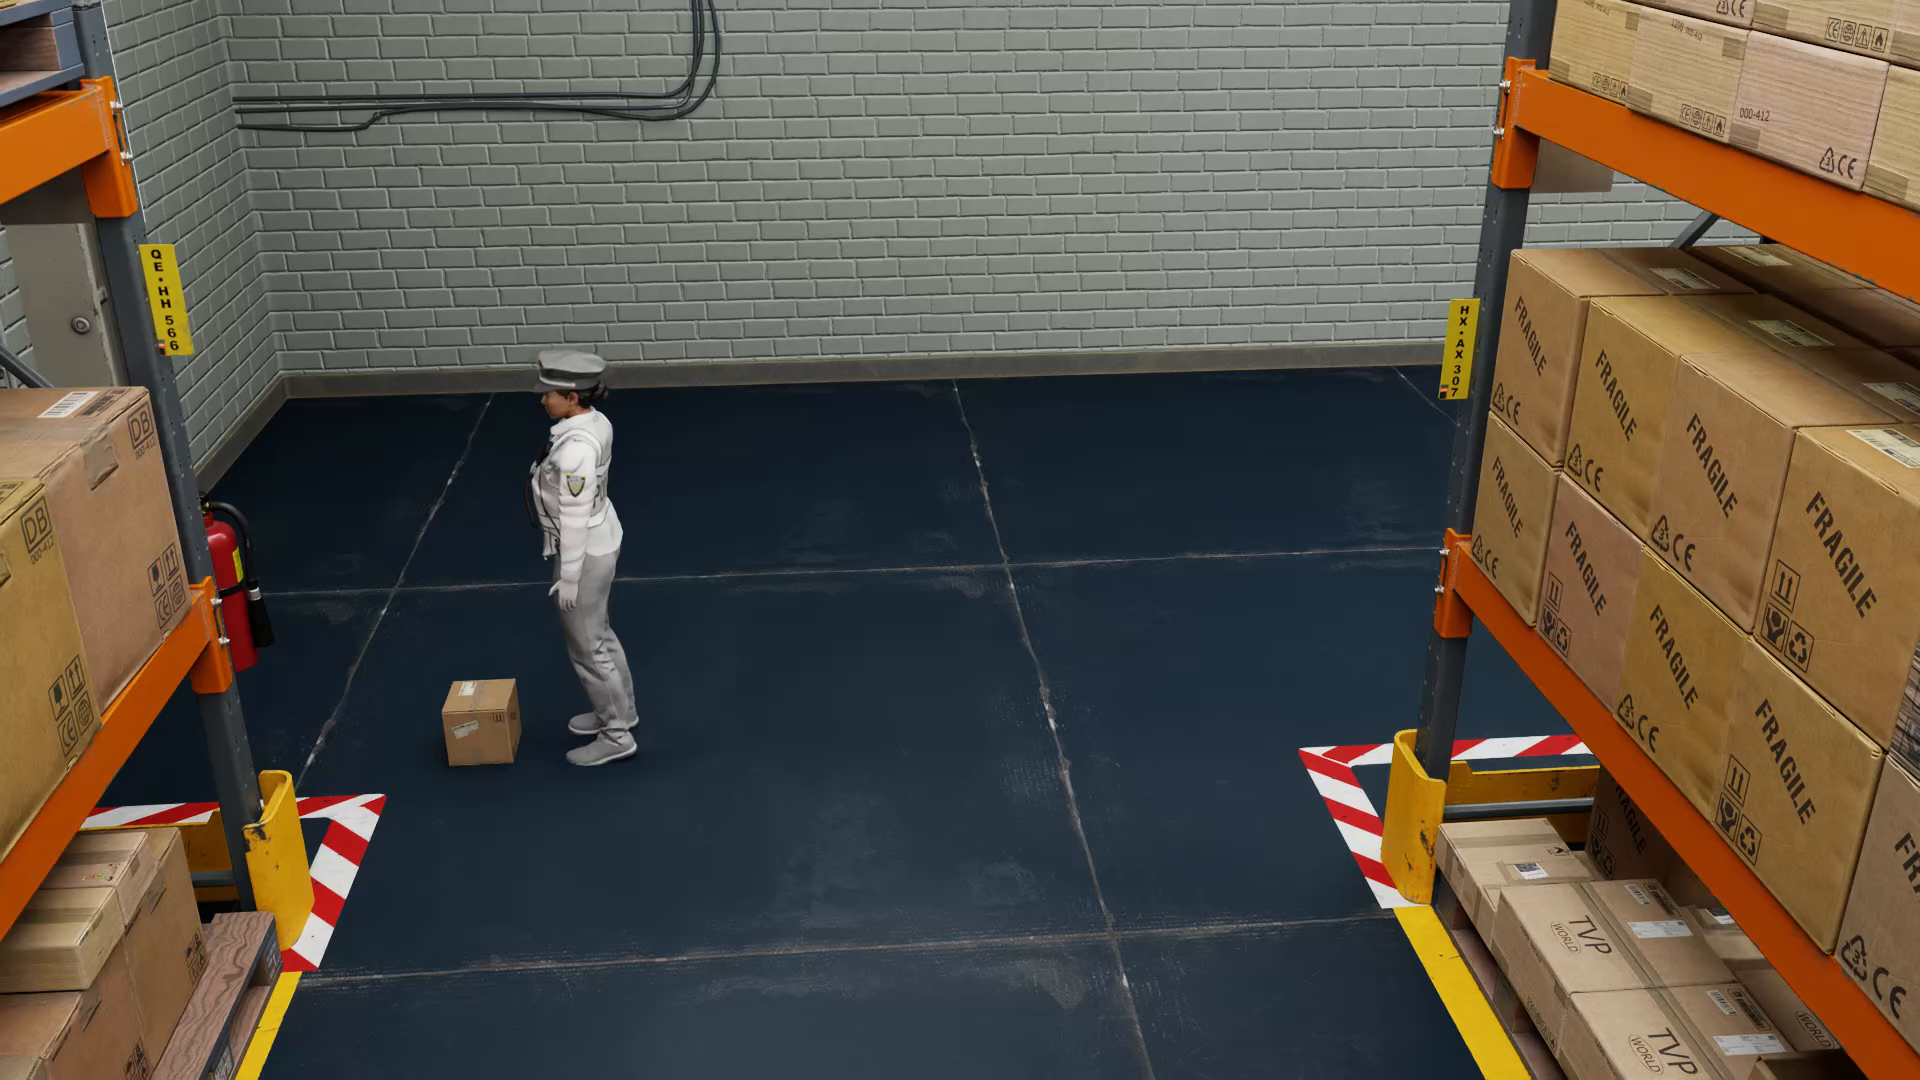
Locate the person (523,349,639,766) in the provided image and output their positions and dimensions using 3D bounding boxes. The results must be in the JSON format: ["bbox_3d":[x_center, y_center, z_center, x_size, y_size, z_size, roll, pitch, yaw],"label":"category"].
[{"bbox_3d":[-1.469,0.080,6.436,0.328,1.684,0.468,-2,24,-4],"label":"person"}]
